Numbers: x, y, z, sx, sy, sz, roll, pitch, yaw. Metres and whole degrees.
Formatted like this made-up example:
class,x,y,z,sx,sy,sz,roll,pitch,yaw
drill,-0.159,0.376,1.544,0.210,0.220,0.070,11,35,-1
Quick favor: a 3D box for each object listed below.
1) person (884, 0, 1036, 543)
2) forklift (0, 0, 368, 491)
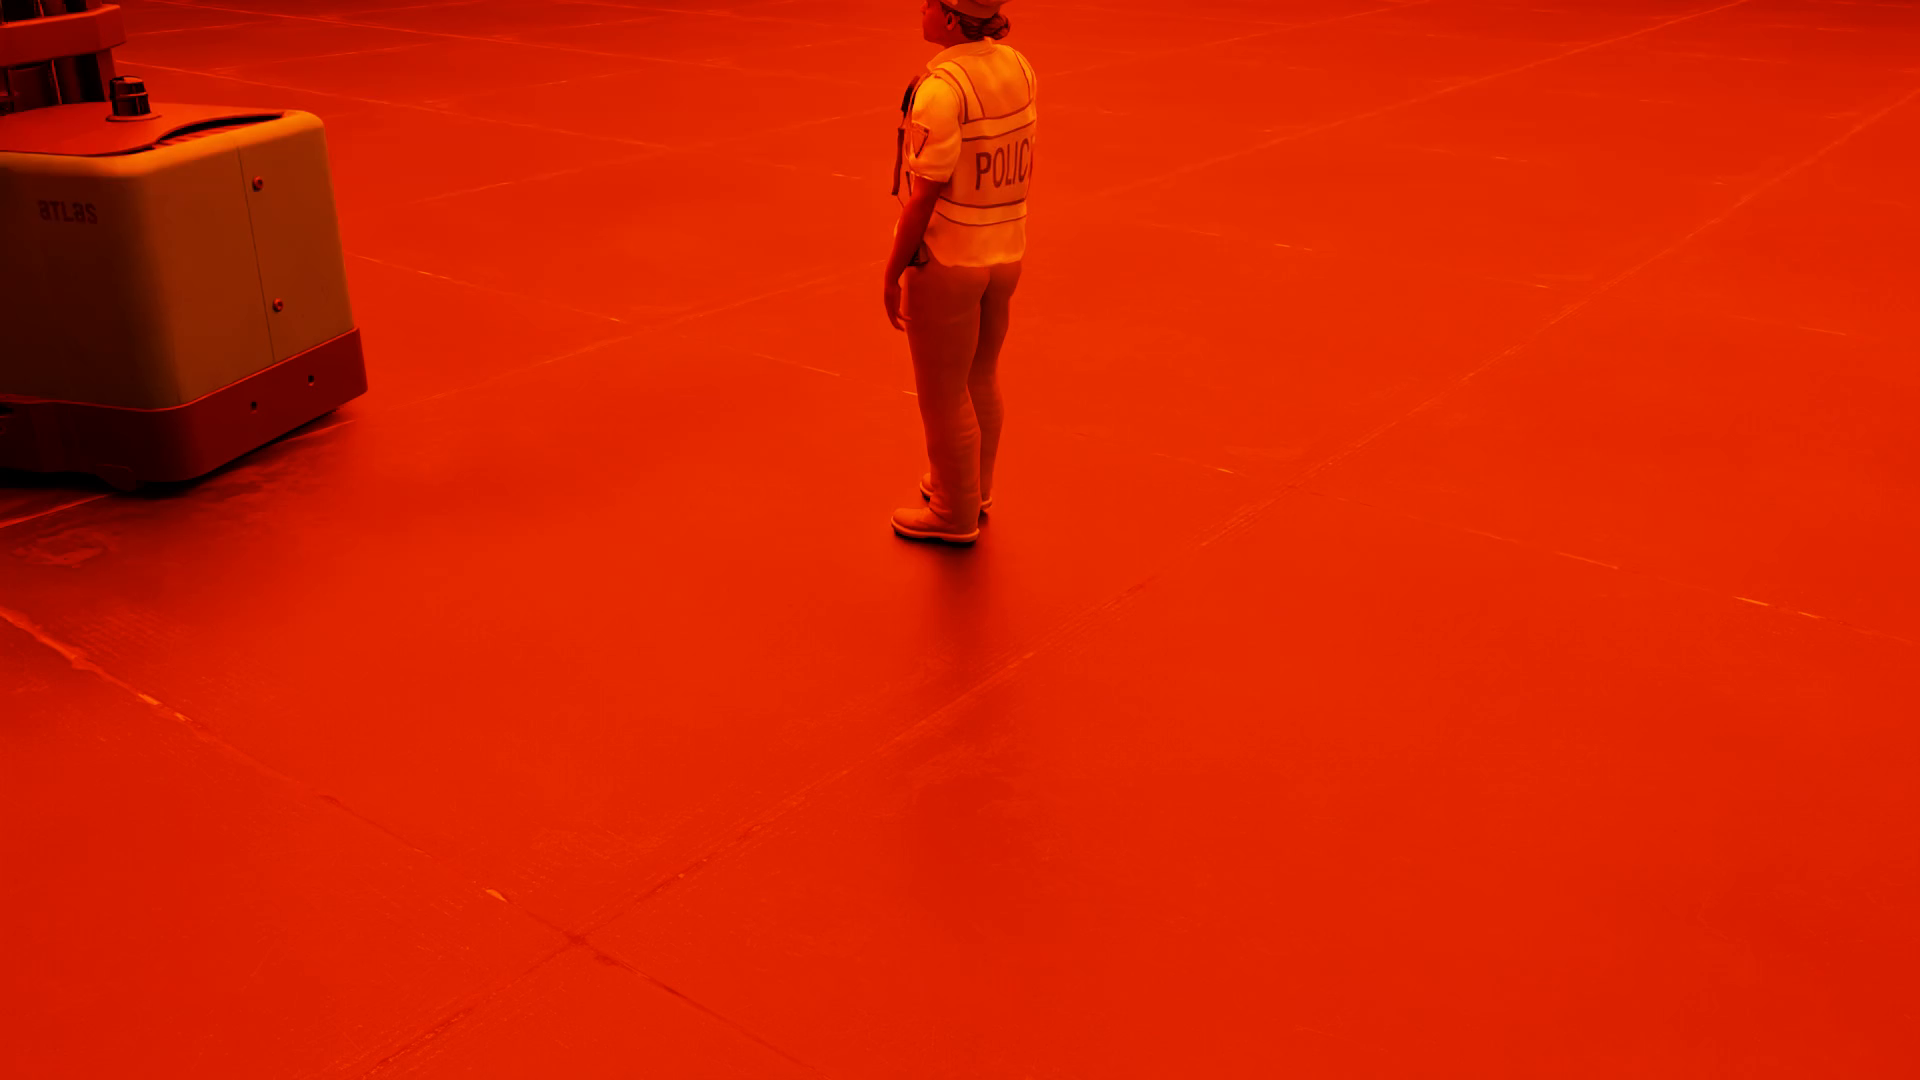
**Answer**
class,x,y,z,sx,sy,sz,roll,pitch,yaw
person,-0.048,-0.809,4.730,0.528,1.697,0.570,17,29,34
forklift,-3.746,-1.822,5.531,3.031,2.935,1.130,7,24,15
